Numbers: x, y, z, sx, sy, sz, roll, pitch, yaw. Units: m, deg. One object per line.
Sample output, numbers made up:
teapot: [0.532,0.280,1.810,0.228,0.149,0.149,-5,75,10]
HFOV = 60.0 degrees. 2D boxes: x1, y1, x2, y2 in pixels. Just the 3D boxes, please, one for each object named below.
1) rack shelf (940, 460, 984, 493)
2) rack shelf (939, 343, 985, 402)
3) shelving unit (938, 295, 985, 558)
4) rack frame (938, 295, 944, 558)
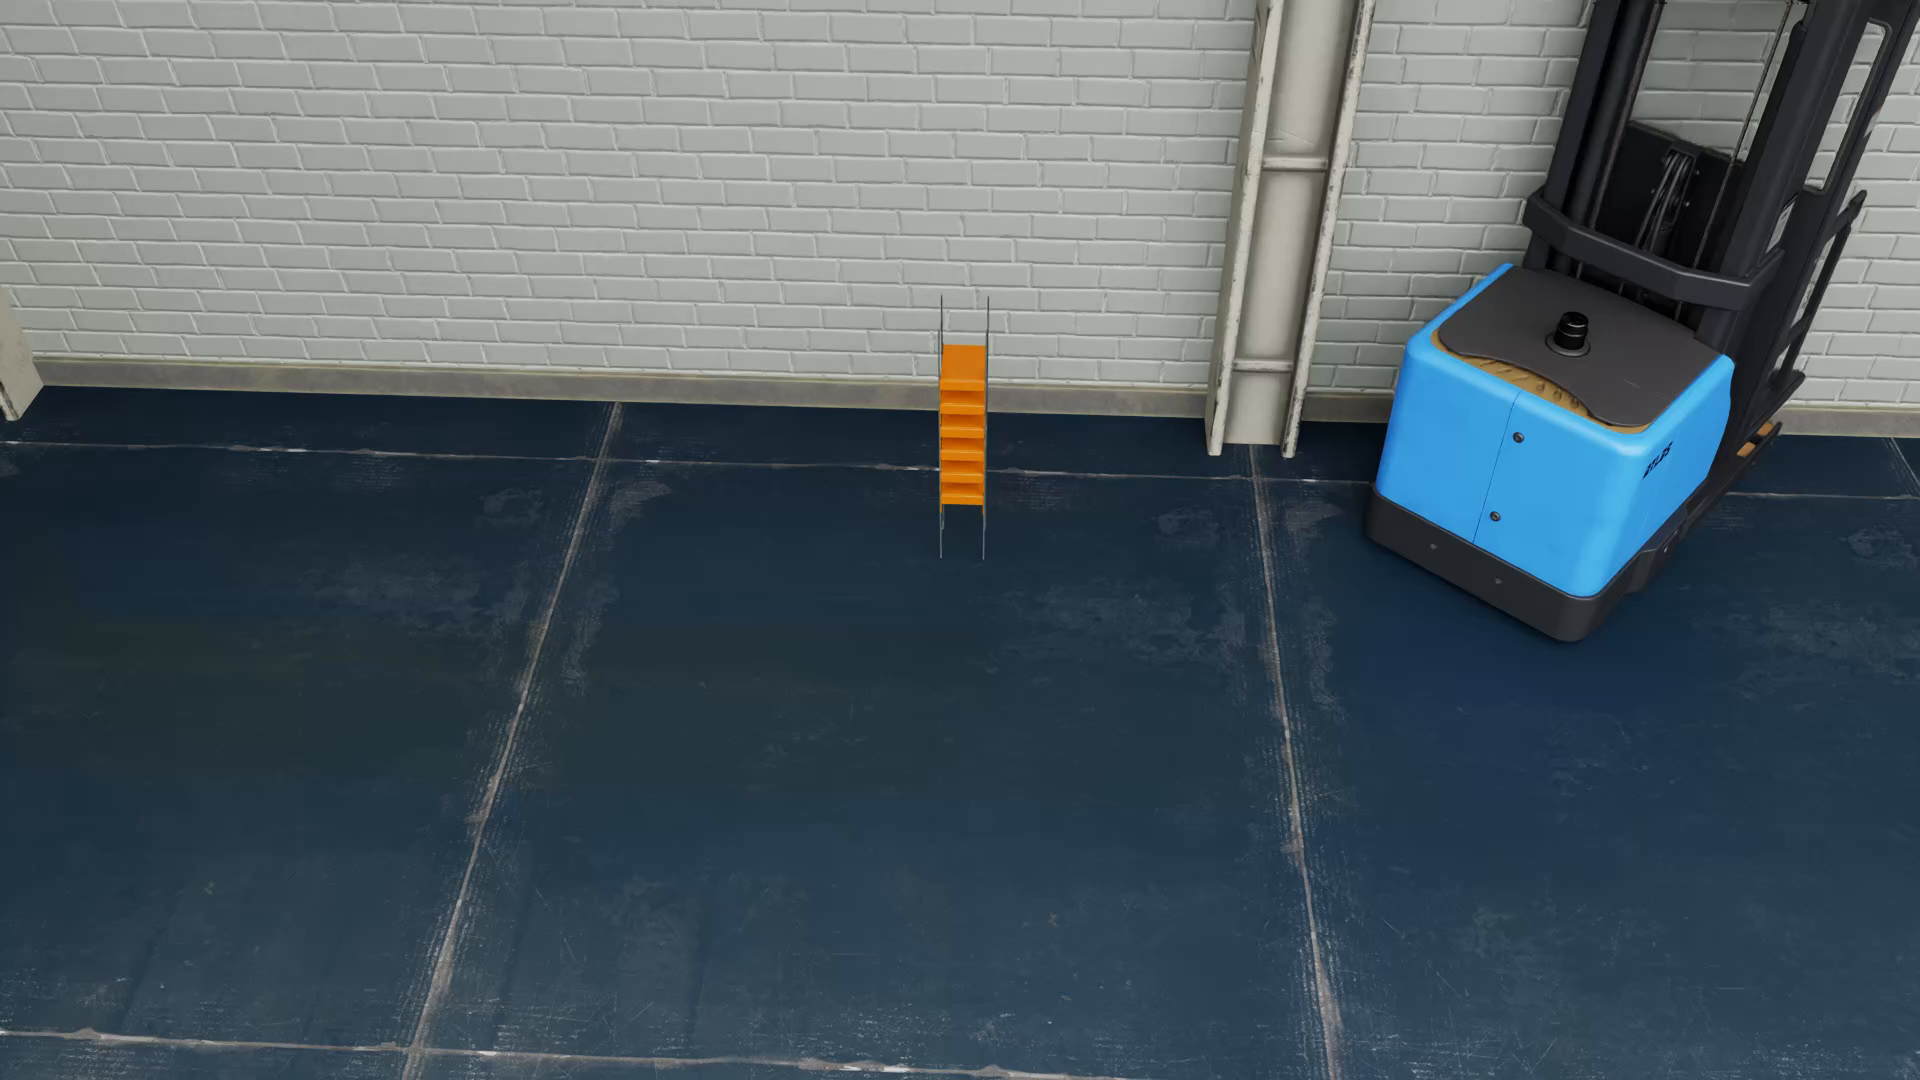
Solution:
rack shelf: [0.014,-0.318,6.953,0.180,0.103,0.258,2,43,2]
rack shelf: [0.014,-0.669,6.625,0.180,0.103,0.258,2,43,2]
shelving unit: [-10.961,0.879,4.986,21.905,1.800,5.752,2,43,2]
rack frame: [-0.077,-0.441,6.844,0.006,1.200,0.240,2,43,2]
